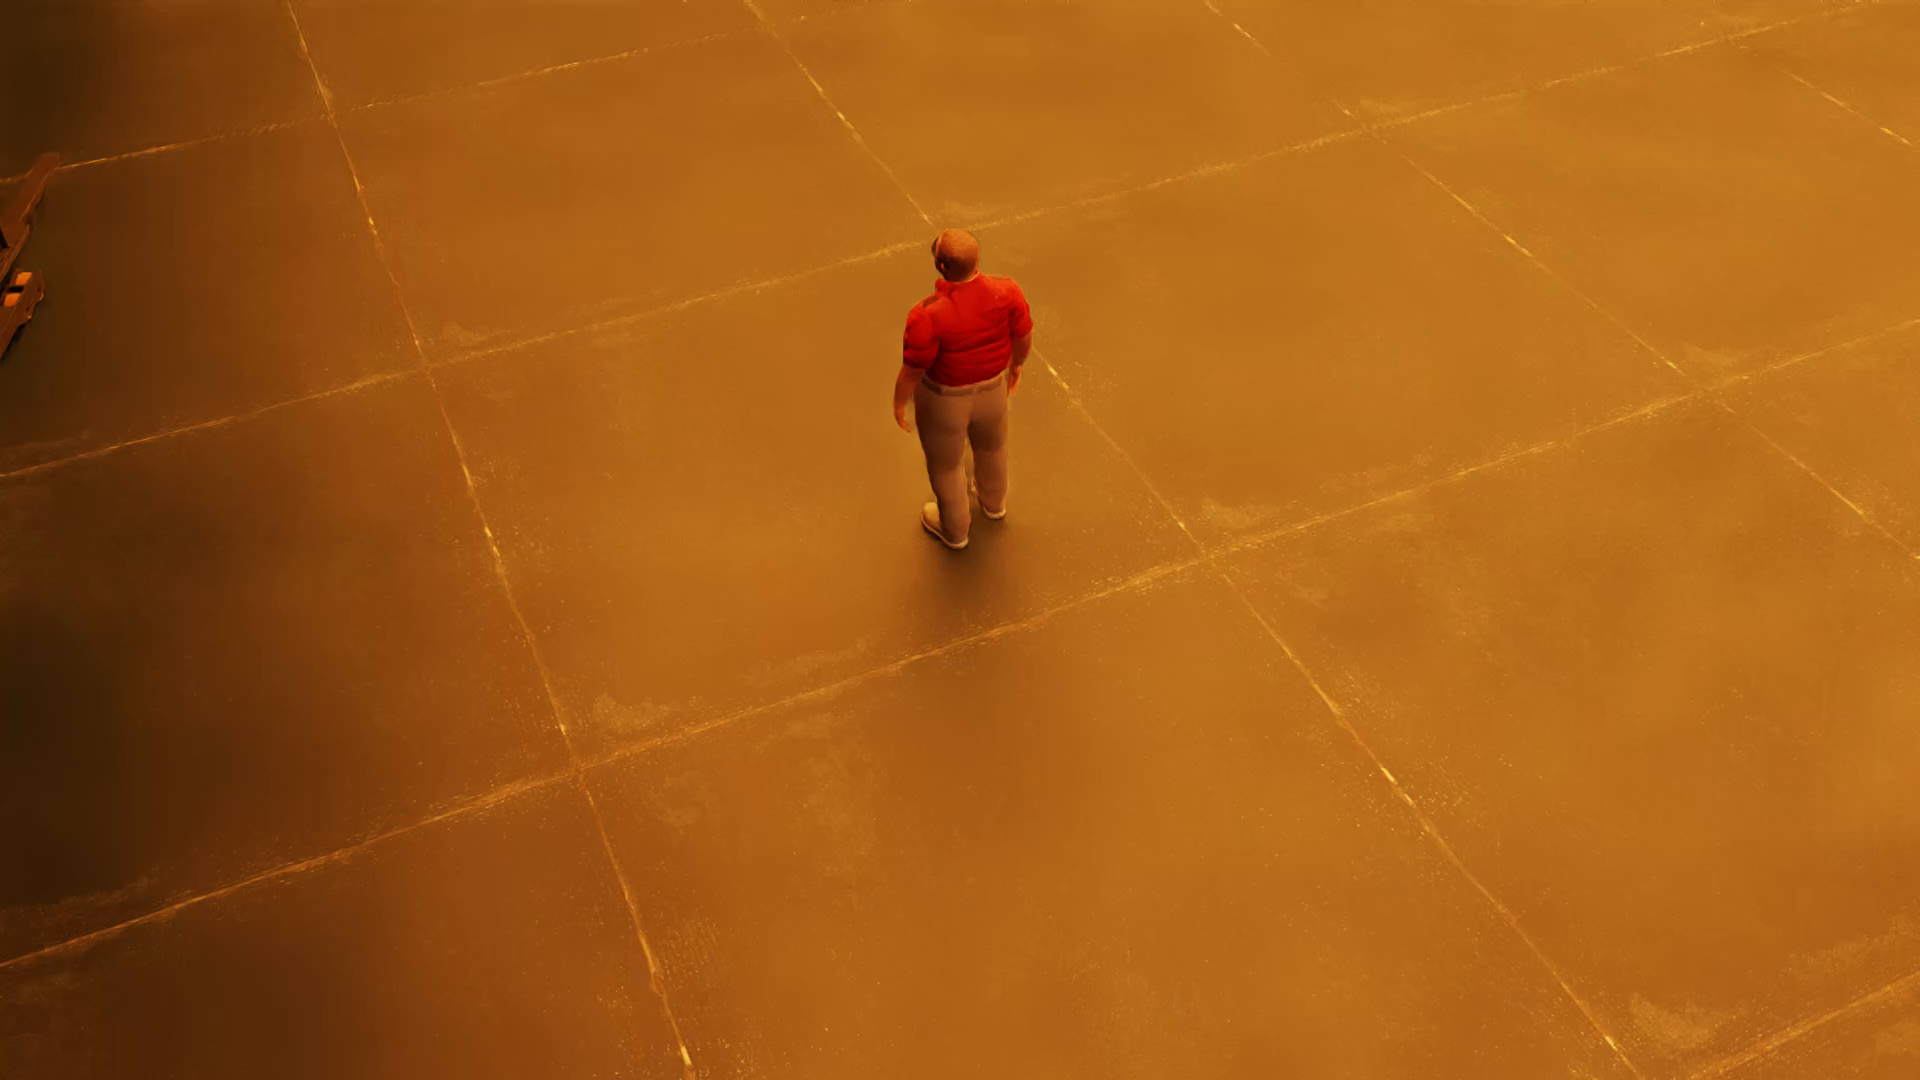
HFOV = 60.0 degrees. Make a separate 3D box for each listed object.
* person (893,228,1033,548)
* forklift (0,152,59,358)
[{"bbox_3d":[-0.027,-0.696,7.297,0.640,1.726,0.550,-18,46,-18],"label":"person"},{"bbox_3d":[-5.630,-2.196,8.034,1.130,2.935,3.031,-3,43,-4],"label":"forklift"}]
